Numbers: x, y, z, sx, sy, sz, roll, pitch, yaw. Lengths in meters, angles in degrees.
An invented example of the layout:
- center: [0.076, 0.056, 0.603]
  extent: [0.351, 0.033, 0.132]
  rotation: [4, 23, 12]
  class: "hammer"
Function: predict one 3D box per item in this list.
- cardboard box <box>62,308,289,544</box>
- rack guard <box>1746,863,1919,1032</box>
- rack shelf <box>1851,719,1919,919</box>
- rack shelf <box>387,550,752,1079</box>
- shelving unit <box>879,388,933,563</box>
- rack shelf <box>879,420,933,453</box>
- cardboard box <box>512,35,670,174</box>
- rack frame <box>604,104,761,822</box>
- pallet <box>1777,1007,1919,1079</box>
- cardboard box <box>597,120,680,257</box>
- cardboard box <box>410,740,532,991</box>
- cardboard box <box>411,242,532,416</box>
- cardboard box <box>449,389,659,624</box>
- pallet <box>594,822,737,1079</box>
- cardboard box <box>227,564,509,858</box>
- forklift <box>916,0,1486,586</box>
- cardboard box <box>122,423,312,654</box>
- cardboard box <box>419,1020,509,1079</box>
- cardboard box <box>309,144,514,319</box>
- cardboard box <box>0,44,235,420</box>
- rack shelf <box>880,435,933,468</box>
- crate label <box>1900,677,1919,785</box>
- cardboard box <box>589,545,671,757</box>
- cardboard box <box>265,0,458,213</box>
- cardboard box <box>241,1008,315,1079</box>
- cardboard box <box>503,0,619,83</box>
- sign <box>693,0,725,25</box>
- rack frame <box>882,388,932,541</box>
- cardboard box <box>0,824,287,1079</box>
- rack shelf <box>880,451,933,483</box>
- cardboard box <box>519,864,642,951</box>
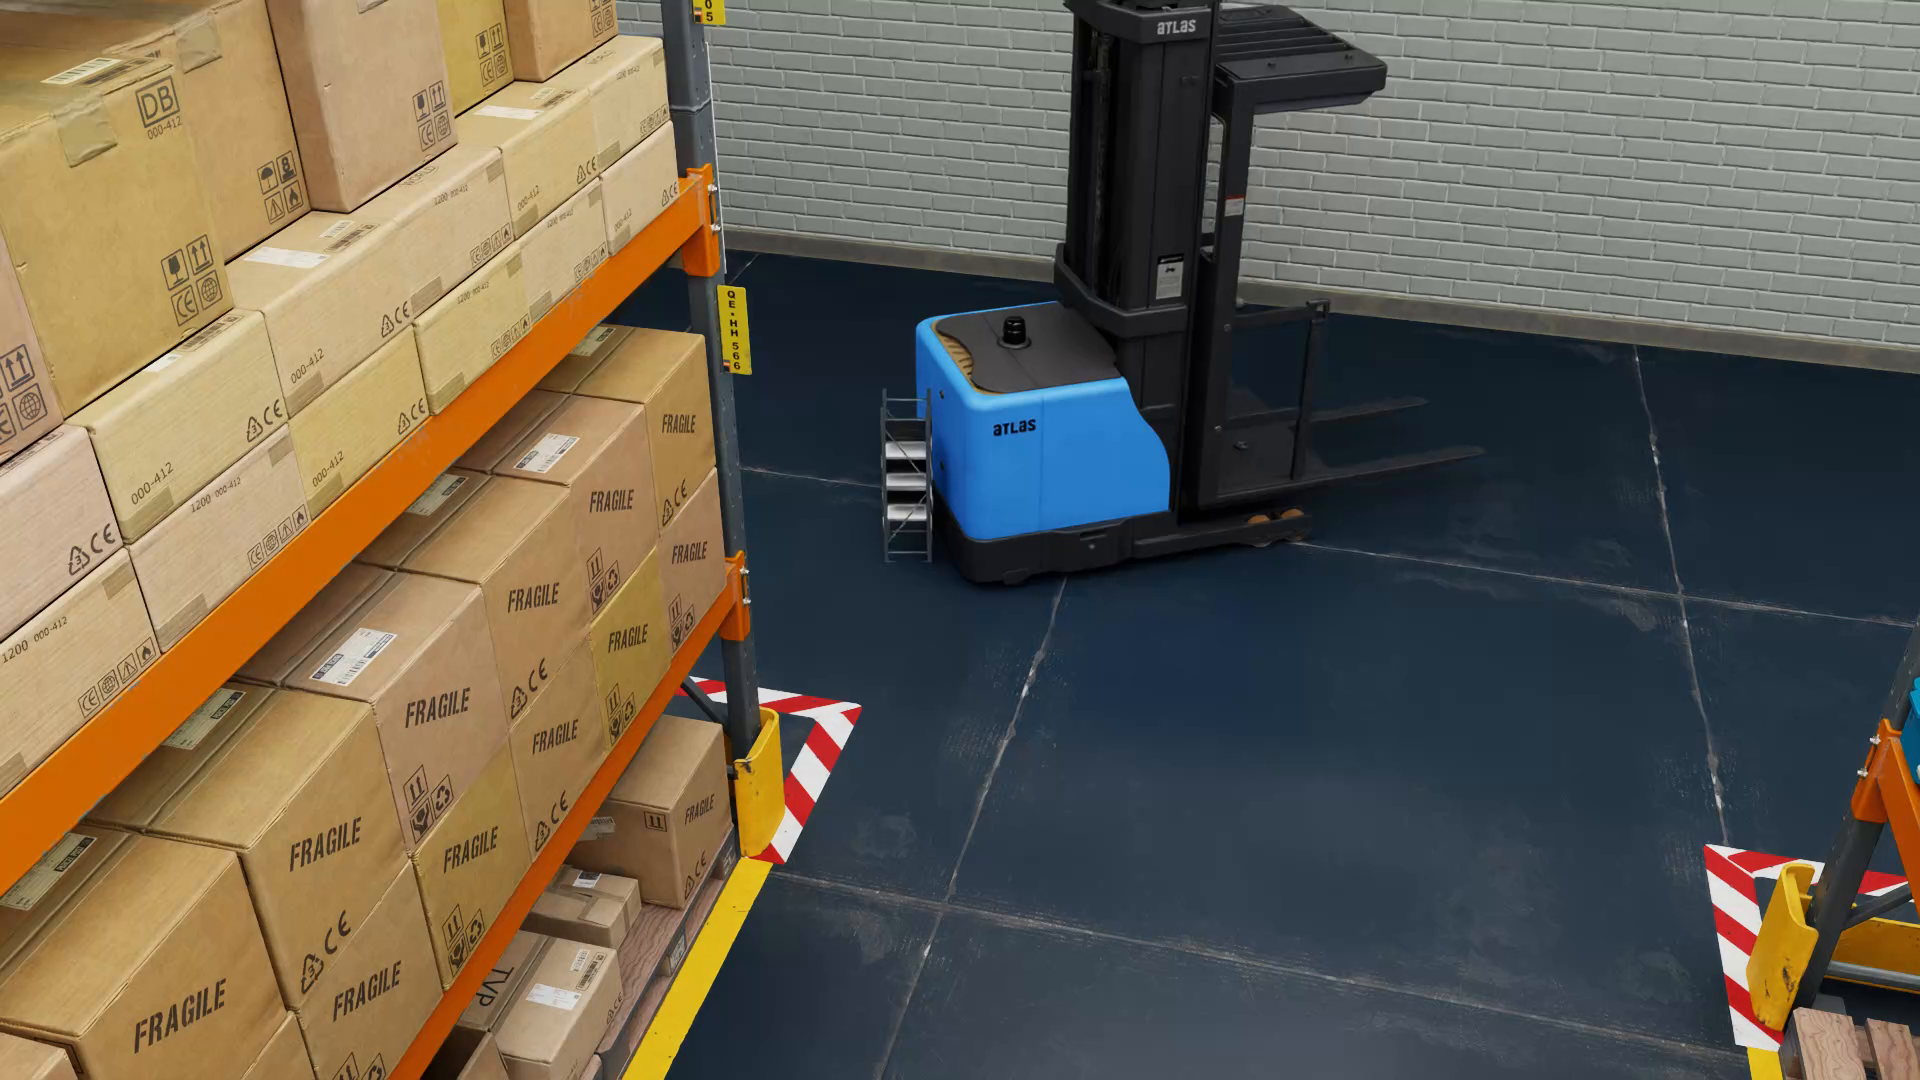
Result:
- center: [-1.694, -0.257, 3.236]
  extent: [0.500, 0.250, 0.500]
  rotation: [8, 33, 12]
  class: "cardboard box"
- center: [3.478, 1.534, 5.871]
  extent: [1.175, 0.500, 0.348]
  rotation: [8, 33, 12]
  class: "rack guard"
- center: [2.977, 1.835, 3.739]
  extent: [1.077, 0.370, 4.000]
  rotation: [8, 33, 12]
  class: "rack shelf"
- center: [-1.814, 1.158, 4.802]
  extent: [1.077, 0.370, 4.000]
  rotation: [8, 33, 12]
  class: "rack shelf"
- center: [-0.267, -0.319, 8.408]
  extent: [0.258, 0.900, 0.210]
  rotation: [0, 33, 0]
  class: "shelving unit"
- center: [-0.267, -0.518, 8.280]
  extent: [0.258, 0.077, 0.200]
  rotation: [0, 33, 0]
  class: "rack shelf"
- center: [-1.190, -1.295, 4.869]
  extent: [0.500, 0.250, 0.500]
  rotation: [8, 33, 12]
  class: "cardboard box"
- center: [-1.306, -0.183, 6.242]
  extent: [1.000, 3.000, 0.127]
  rotation: [8, 33, 12]
  class: "rack frame"
- center: [3.237, 2.093, 5.261]
  extent: [1.003, 0.211, 1.213]
  rotation: [8, 33, 12]
  class: "pallet"
- center: [-1.181, -1.083, 5.002]
  extent: [0.500, 0.250, 0.500]
  rotation: [8, 33, 12]
  class: "cardboard box"
- center: [-1.545, 0.834, 4.550]
  extent: [0.500, 0.500, 0.500]
  rotation: [8, 33, 12]
  class: "cardboard box"
- center: [-1.433, -0.564, 4.185]
  extent: [0.500, 0.250, 0.500]
  rotation: [8, 33, 12]
  class: "cardboard box"
- center: [-1.280, -0.117, 5.112]
  extent: [0.500, 0.500, 0.500]
  rotation: [9, 34, 14]
  class: "cardboard box"
- center: [-1.527, 1.447, 6.277]
  extent: [1.003, 0.211, 1.213]
  rotation: [8, 33, 12]
  class: "pallet"
- center: [-1.538, 0.420, 4.269]
  extent: [0.500, 0.500, 0.500]
  rotation: [9, 34, 14]
  class: "cardboard box"
- center: [1.334, -1.460, 8.314]
  extent: [3.031, 2.935, 1.130]
  rotation: [-9, 34, -15]
  class: "forklift"
- center: [-1.699, -0.047, 3.371]
  extent: [0.500, 0.250, 0.500]
  rotation: [8, 33, 12]
  class: "cardboard box"
- center: [-1.849, 1.785, 5.063]
  extent: [0.797, 0.503, 0.637]
  rotation: [8, 33, 12]
  class: "cardboard box"
- center: [-1.447, -0.777, 4.054]
  extent: [0.500, 0.250, 0.500]
  rotation: [8, 33, 12]
  class: "cardboard box"
- center: [-1.850, -0.595, 3.069]
  extent: [0.700, 0.500, 0.500]
  rotation: [8, 33, 12]
  class: "cardboard box"
- center: [-0.267, -0.443, 8.329]
  extent: [0.258, 0.077, 0.200]
  rotation: [0, 33, 0]
  class: "rack shelf"
- center: [3.103, 0.622, 5.076]
  extent: [0.416, 0.233, 0.303]
  rotation: [8, 33, 12]
  class: "crate label"
- center: [-1.285, 0.314, 5.367]
  extent: [0.500, 0.500, 0.500]
  rotation: [8, 33, 13]
  class: "cardboard box"
- center: [-1.653, -1.122, 3.898]
  extent: [0.700, 0.500, 0.500]
  rotation: [8, 33, 12]
  class: "cardboard box"
- center: [-1.801, 1.357, 3.726]
  extent: [0.500, 0.500, 0.500]
  rotation: [9, 33, 13]
  class: "cardboard box"
- center: [-1.421, -1.644, 4.719]
  extent: [0.700, 0.500, 0.500]
  rotation: [8, 33, 12]
  class: "cardboard box"
- center: [-0.774, -1.737, 5.065]
  extent: [0.100, 0.325, 0.005]
  rotation: [8, 33, 12]
  class: "sign"
- center: [-0.266, -0.374, 8.493]
  extent: [0.240, 0.900, 0.006]
  rotation: [0, 33, 0]
  class: "rack frame"
- center: [-1.799, 0.955, 3.427]
  extent: [0.500, 0.500, 0.500]
  rotation: [7, 33, 11]
  class: "cardboard box"
- center: [-0.267, -0.367, 8.377]
  extent: [0.258, 0.077, 0.200]
  rotation: [0, 33, 0]
  class: "rack shelf"
- center: [-1.396, 1.341, 6.076]
  extent: [0.380, 0.166, 0.250]
  rotation: [8, 33, 12]
  class: "cardboard box"
